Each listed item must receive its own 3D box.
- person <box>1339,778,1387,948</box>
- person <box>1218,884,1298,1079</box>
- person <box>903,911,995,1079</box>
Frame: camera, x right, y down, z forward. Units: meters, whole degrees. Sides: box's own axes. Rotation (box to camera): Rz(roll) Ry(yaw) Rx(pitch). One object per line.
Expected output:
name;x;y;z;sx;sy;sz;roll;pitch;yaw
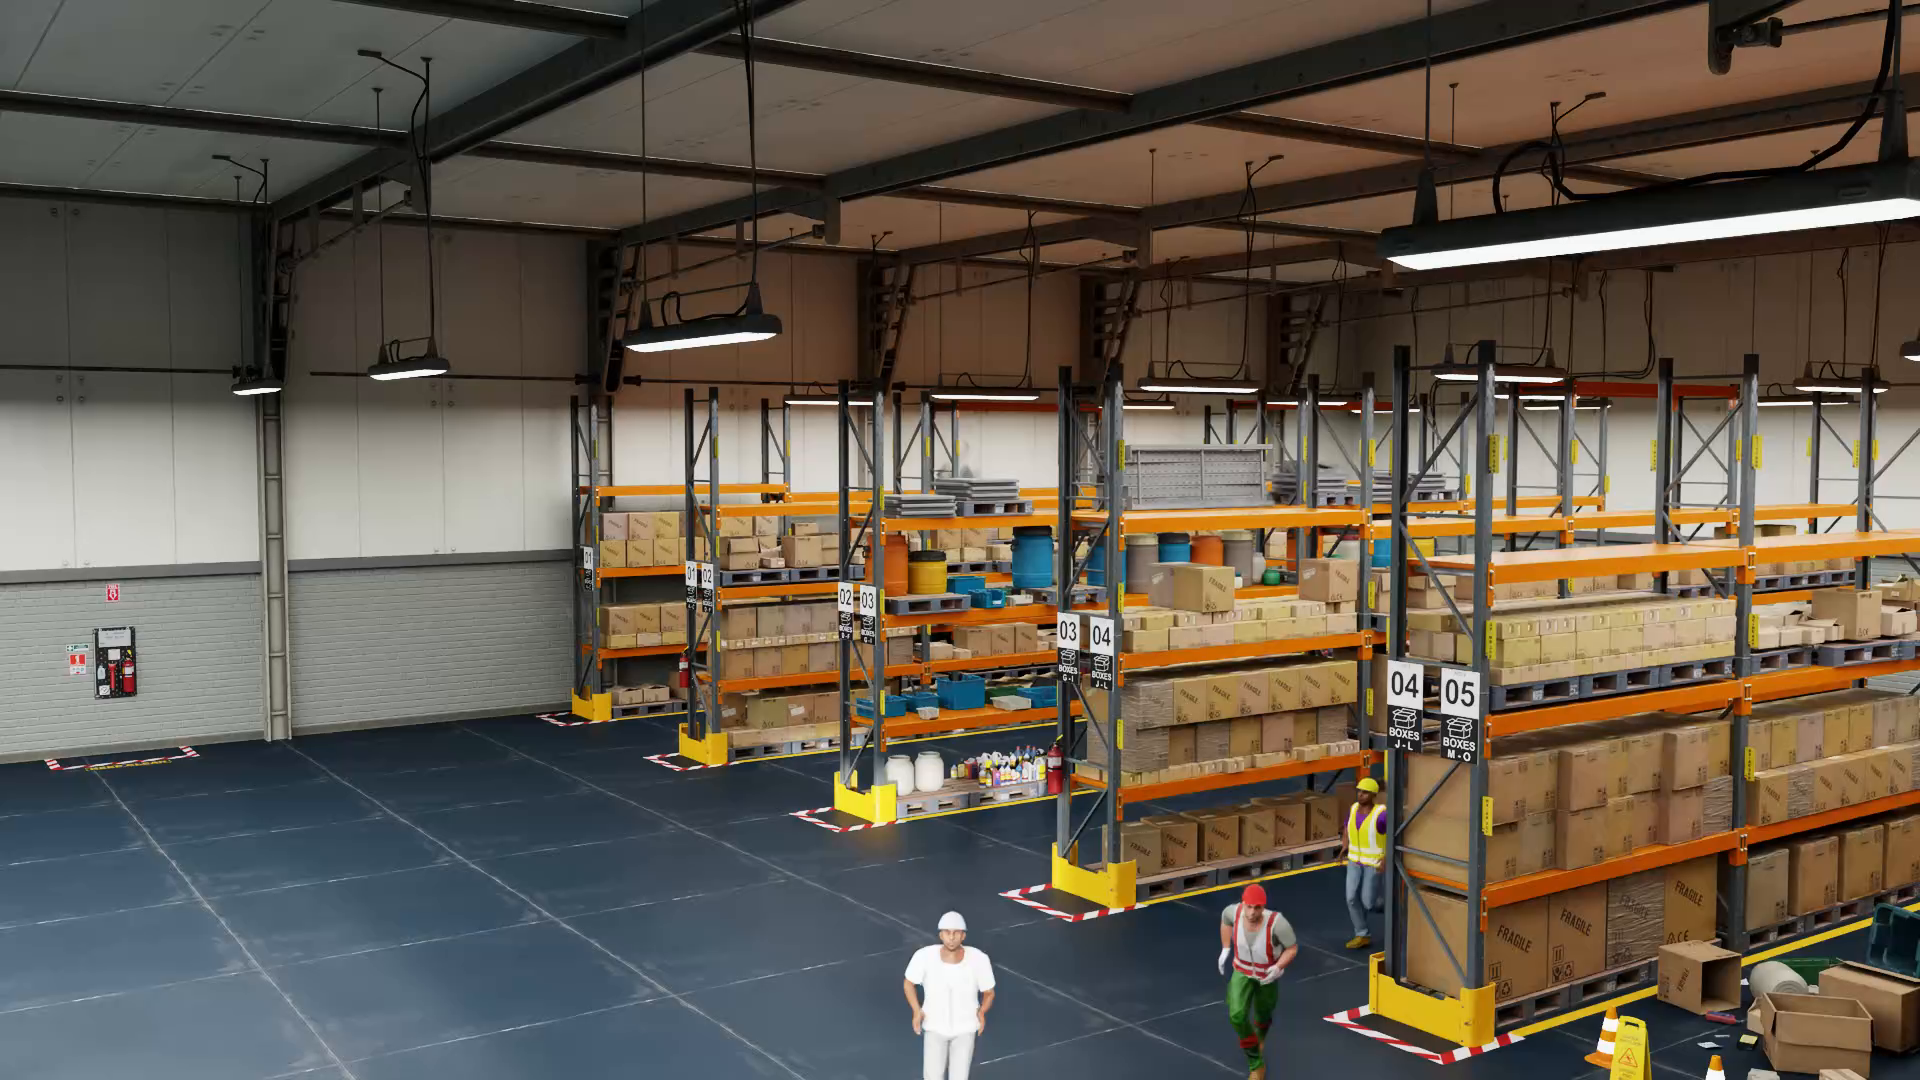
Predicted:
person;4.218;3.283;17.022;0.666;1.723;0.727;-3;5;-42
person;2.448;3.536;13.554;0.651;1.664;1.051;1;4;20
person;-0.075;3.566;12.131;0.676;1.720;0.571;0;3;-2
